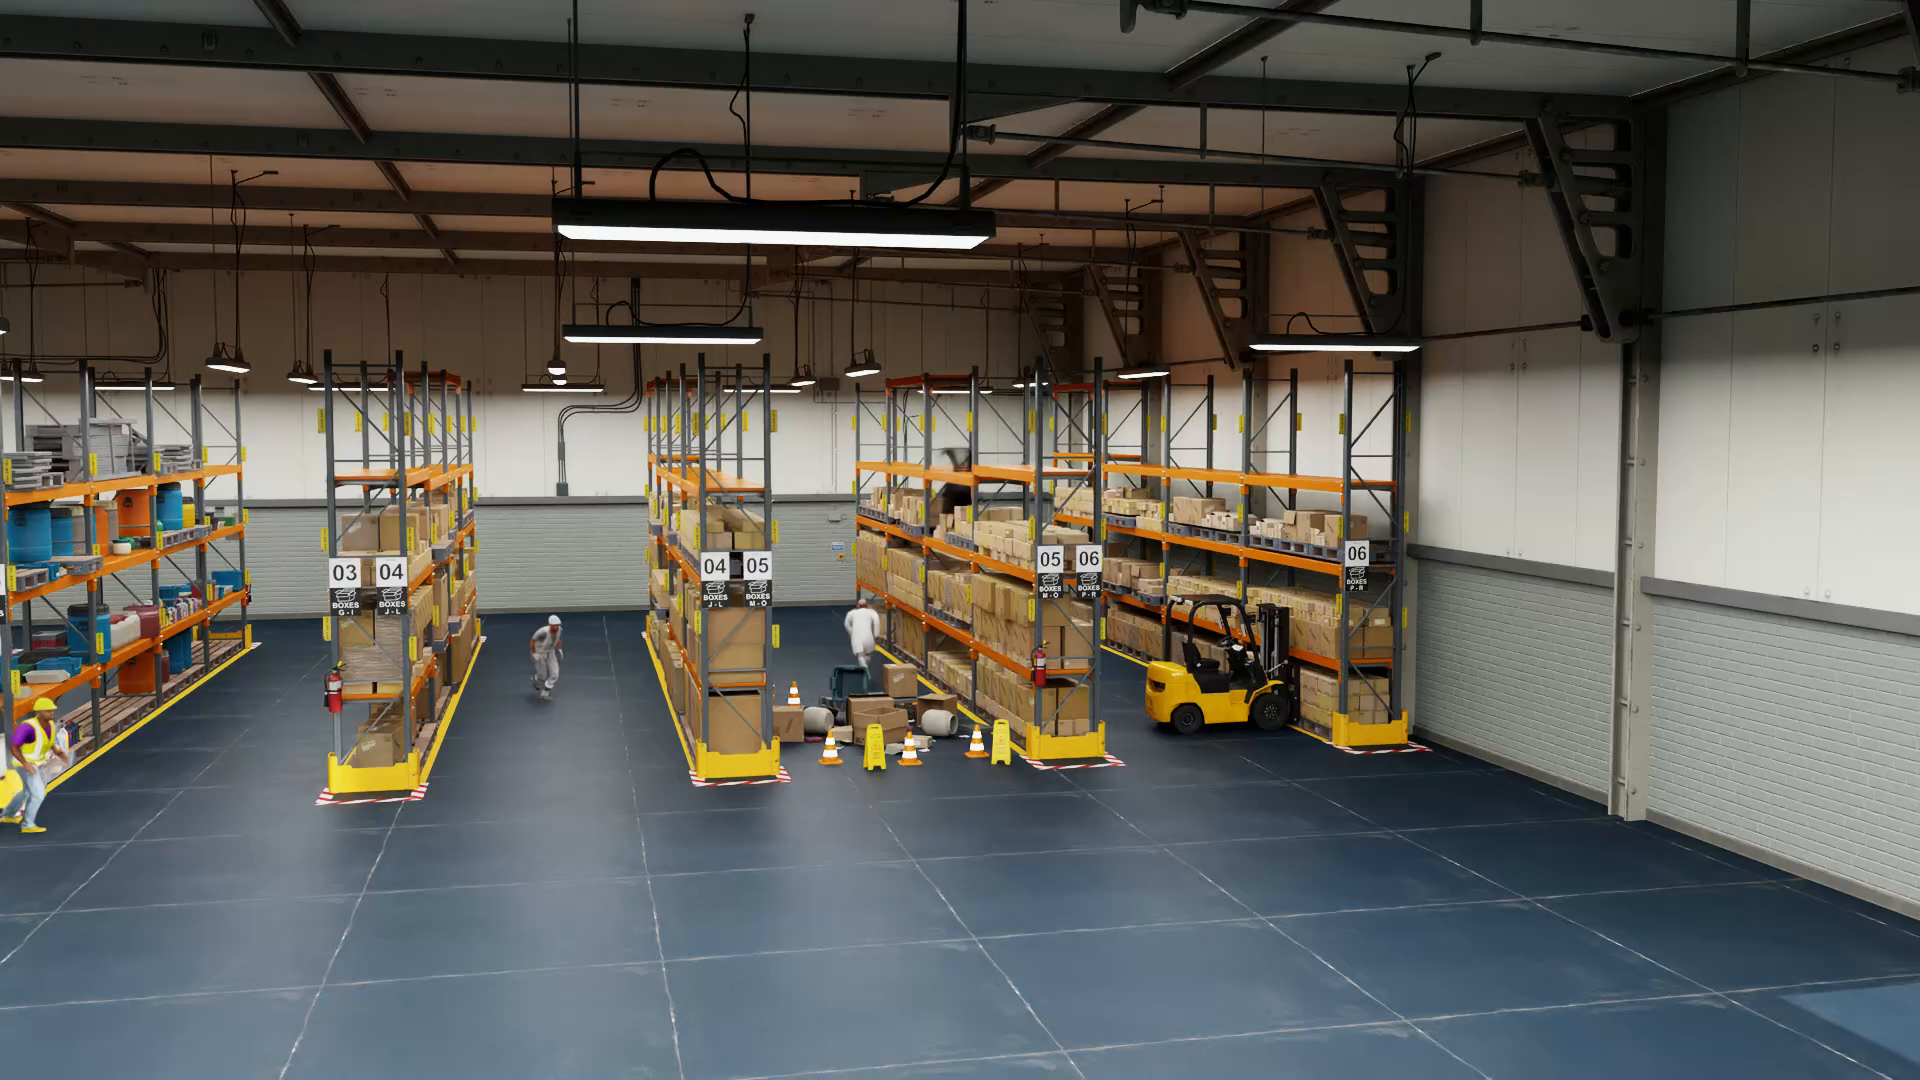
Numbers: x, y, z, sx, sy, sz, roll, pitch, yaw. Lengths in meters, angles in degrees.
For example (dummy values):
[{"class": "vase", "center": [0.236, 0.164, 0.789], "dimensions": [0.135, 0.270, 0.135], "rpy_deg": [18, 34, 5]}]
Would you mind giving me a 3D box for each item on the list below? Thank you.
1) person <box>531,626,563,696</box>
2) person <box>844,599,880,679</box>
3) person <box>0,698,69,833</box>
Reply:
[{"class": "person", "center": [-7.593, 2.180, 30.239], "dimensions": [0.637, 1.340, 0.809], "rpy_deg": [-4, 5, -43]}, {"class": "person", "center": [-1.894, 1.977, 32.125], "dimensions": [0.701, 1.605, 1.105], "rpy_deg": [0, 4, -1]}, {"class": "person", "center": [-11.426, 2.753, 20.377], "dimensions": [0.869, 1.674, 0.707], "rpy_deg": [0, 4, -2]}]
